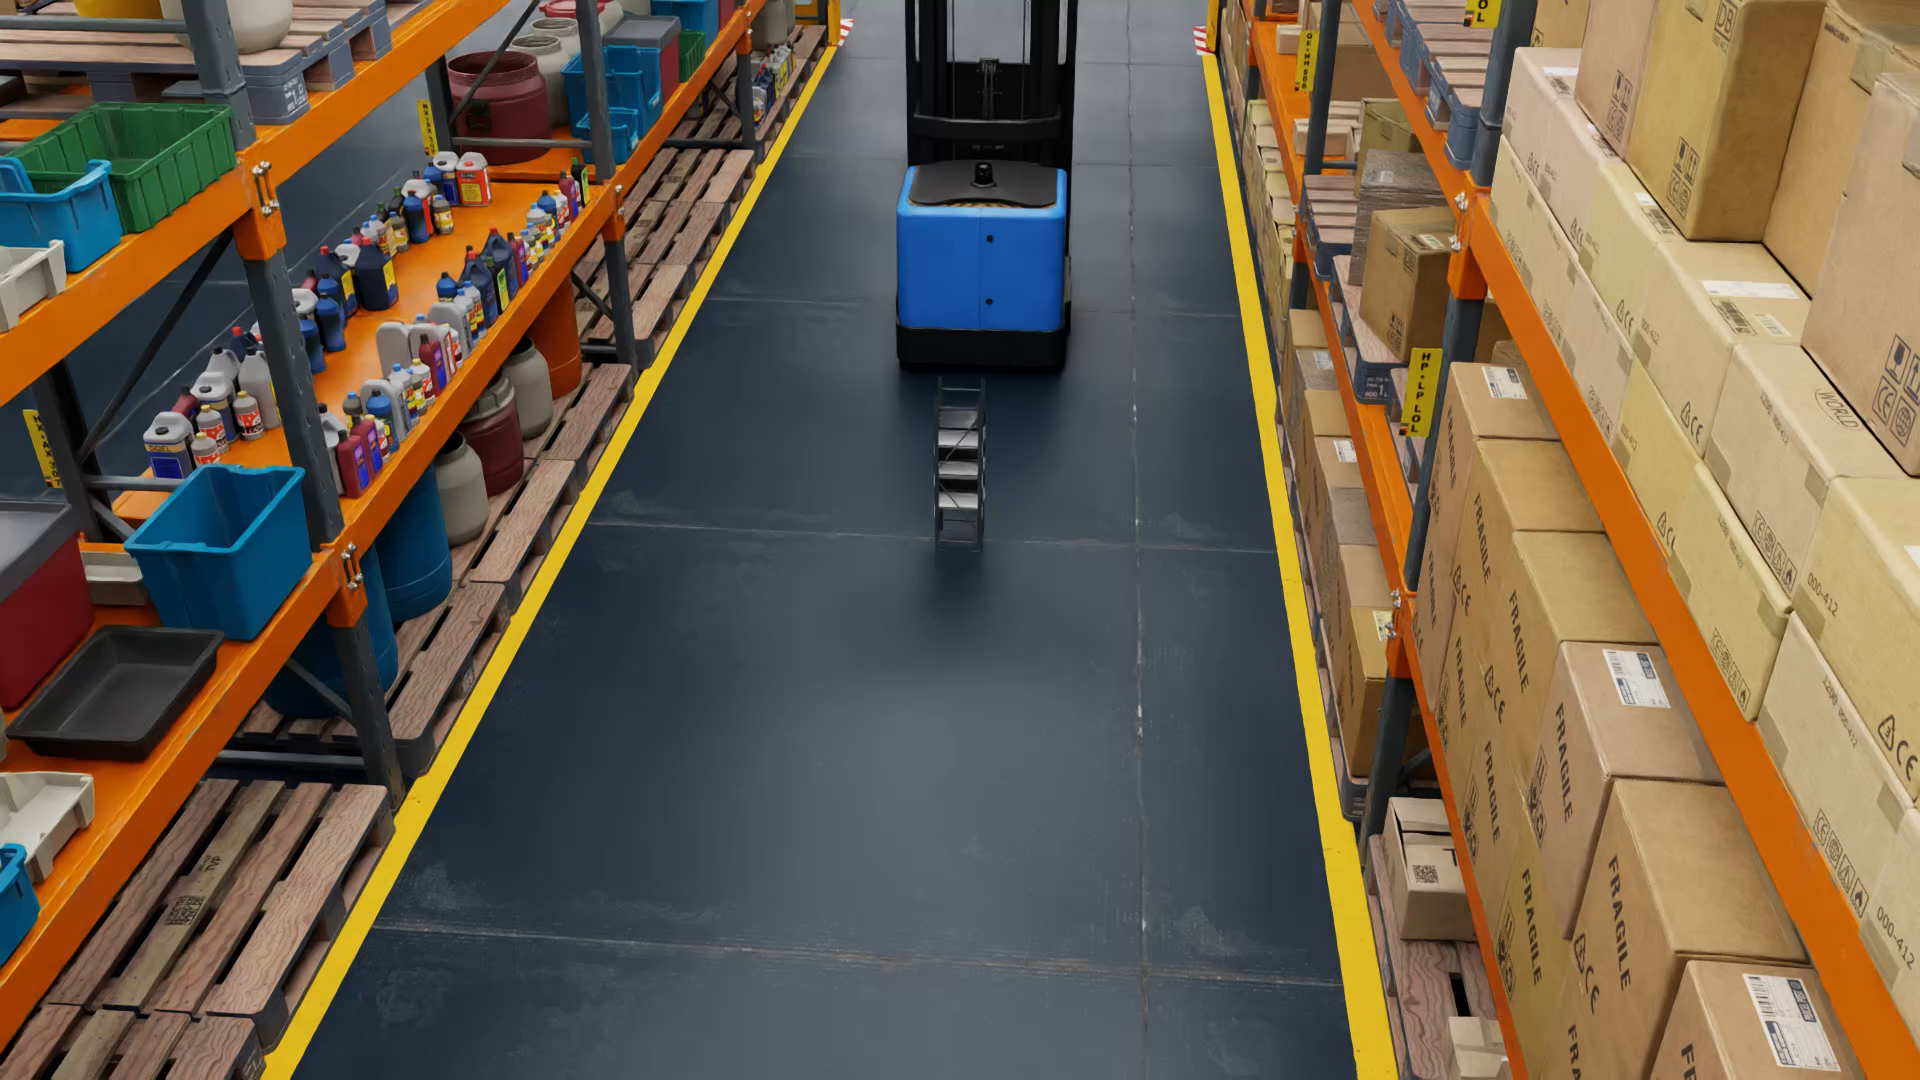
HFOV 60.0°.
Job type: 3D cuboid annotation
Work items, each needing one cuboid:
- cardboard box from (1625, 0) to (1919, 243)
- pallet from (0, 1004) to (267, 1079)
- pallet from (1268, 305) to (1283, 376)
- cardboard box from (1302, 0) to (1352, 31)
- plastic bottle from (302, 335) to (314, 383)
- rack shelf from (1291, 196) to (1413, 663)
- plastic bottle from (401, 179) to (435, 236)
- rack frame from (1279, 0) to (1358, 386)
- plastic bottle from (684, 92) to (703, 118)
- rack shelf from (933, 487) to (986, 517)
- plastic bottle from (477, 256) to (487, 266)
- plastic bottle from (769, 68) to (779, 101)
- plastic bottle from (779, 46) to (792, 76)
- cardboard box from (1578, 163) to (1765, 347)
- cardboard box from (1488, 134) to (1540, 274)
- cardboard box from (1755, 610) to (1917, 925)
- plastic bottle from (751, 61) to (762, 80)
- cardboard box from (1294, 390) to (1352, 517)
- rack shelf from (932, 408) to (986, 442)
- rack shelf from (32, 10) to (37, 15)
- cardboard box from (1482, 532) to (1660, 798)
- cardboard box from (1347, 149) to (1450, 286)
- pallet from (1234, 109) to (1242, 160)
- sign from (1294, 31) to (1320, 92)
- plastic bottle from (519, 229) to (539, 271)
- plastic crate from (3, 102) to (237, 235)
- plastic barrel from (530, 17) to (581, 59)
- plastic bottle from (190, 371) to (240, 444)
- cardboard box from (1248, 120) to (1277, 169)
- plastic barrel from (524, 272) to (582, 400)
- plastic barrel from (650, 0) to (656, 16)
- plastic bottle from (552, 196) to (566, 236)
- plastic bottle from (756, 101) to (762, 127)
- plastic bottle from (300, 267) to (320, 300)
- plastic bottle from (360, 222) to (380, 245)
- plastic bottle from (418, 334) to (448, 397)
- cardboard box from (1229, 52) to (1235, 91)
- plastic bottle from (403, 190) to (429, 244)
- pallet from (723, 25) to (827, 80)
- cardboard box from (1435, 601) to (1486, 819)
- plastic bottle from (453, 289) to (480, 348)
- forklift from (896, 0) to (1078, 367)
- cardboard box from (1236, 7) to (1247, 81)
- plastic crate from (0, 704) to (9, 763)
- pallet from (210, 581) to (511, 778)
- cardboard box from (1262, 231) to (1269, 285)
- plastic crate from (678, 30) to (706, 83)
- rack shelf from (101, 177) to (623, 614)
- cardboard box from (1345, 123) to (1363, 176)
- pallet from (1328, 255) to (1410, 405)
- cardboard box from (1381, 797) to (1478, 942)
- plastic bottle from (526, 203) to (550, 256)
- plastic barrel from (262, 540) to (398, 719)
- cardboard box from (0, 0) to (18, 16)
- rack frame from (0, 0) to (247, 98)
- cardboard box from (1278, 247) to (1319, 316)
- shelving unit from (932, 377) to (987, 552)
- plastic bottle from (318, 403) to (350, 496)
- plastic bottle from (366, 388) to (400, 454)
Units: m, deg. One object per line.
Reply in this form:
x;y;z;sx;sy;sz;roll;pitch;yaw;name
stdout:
1.883;-0.951;3.527;0.700;0.500;0.500;2;32;4;cardboard box
-2.953;2.020;5.271;1.003;0.211;1.213;2;32;4;pallet
2.533;-1.312;10.678;1.003;0.211;1.213;2;32;4;pallet
2.631;-3.529;11.521;0.500;0.500;0.500;5;32;8;cardboard box
-2.929;-0.817;7.339;0.097;0.271;0.097;0;32;0;plastic bottle
2.264;-0.719;7.743;1.077;0.370;4.000;2;32;4;rack shelf
-2.905;-1.777;8.893;0.152;0.276;0.135;2;32;4;plastic bottle
2.427;-2.071;9.251;1.000;3.000;0.127;2;32;4;rack frame
-2.275;-3.778;14.128;0.144;0.351;0.185;2;32;4;plastic bottle
-0.001;-0.197;8.619;0.258;0.077;0.200;2;32;4;rack shelf
-2.297;-1.243;8.020;0.061;0.283;0.133;2;32;4;plastic bottle
-1.634;-3.994;14.542;0.061;0.283;0.133;4;32;6;plastic bottle
-1.619;-4.386;15.184;0.152;0.276;0.135;3;32;4;plastic bottle
1.723;-0.639;3.735;0.500;0.250;0.500;2;32;4;cardboard box
1.815;-0.949;4.714;0.500;0.250;0.500;2;32;4;cardboard box
1.606;0.358;2.593;0.500;0.250;0.500;2;32;4;cardboard box
-1.804;-4.122;14.757;0.152;0.276;0.135;2;32;4;plastic bottle
2.022;-0.432;8.555;0.500;0.500;0.500;2;32;3;cardboard box
-0.001;-0.580;8.383;0.258;0.077;0.200;2;32;4;rack shelf
-7.283;-3.235;11.827;1.077;0.370;4.000;2;32;4;rack shelf
1.699;0.326;4.314;0.500;0.500;0.500;2;32;3;cardboard box
2.223;-1.488;7.810;0.700;0.500;0.500;8;33;13;cardboard box
2.859;-3.389;14.049;1.003;0.211;1.213;2;32;4;pallet
1.874;-2.586;8.983;0.100;0.325;0.005;2;32;4;sign
-2.211;-1.484;8.489;0.097;0.201;0.097;0;32;0;plastic bottle
-2.568;-1.145;5.092;0.450;0.188;0.662;2;32;4;plastic crate
-2.604;-3.099;10.813;0.421;0.512;0.421;0;32;0;plastic barrel
-3.095;-0.551;6.903;0.152;0.276;0.135;2;32;4;plastic bottle
2.425;-2.942;12.351;0.500;0.311;0.500;2;32;3;cardboard box
-2.532;-1.283;9.641;0.600;0.830;0.708;2;32;4;plastic barrel
-2.517;-4.400;12.553;0.600;0.901;0.708;2;32;4;plastic barrel
-2.171;-1.739;8.902;0.097;0.201;0.097;0;32;0;plastic bottle
-1.713;-3.573;13.937;0.097;0.201;0.097;0;32;0;plastic bottle
-3.051;-1.132;7.839;0.061;0.283;0.133;2;32;4;plastic bottle
-2.979;-1.474;8.406;0.097;0.271;0.097;0;32;0;plastic bottle
-2.308;-0.781;7.269;0.061;0.283;0.133;2;32;4;plastic bottle
2.689;-4.207;14.938;0.500;0.250;0.500;2;32;4;cardboard box
-2.881;-1.713;8.793;0.097;0.271;0.097;0;32;0;plastic bottle
-1.889;-4.814;16.360;1.003;0.211;1.213;2;32;4;pallet
1.750;0.501;4.983;0.500;0.500;0.500;3;32;5;cardboard box
-2.287;-1.029;7.683;0.097;0.271;0.097;0;32;0;plastic bottle
0.213;-3.073;10.942;1.130;2.935;3.031;2;32;3;forklift
2.662;-4.264;14.316;0.500;0.500;0.500;2;32;4;cardboard box
-3.143;0.623;4.936;0.437;0.282;0.530;2;32;4;plastic crate
-2.731;0.593;7.587;1.003;0.211;1.213;2;32;4;pallet
2.309;-1.897;11.190;0.500;0.250;0.500;3;32;5;cardboard box
-2.044;-3.363;11.550;0.450;0.188;0.662;2;32;4;plastic crate
-2.672;-0.932;8.089;1.077;0.370;4.000;2;32;4;rack shelf
2.500;-2.221;9.580;0.500;0.311;0.500;4;32;7;cardboard box
2.273;-0.972;7.651;1.003;0.211;1.213;2;32;4;pallet
1.852;1.188;6.106;0.500;0.311;0.500;2;32;4;cardboard box
-2.195;-1.616;8.636;0.097;0.271;0.097;0;32;0;plastic bottle
-2.774;0.238;7.104;0.600;0.901;0.708;2;32;4;plastic barrel
-7.169;-3.900;11.720;0.797;0.503;0.637;6;32;9;cardboard box
-2.835;-2.747;4.630;1.000;3.000;0.127;2;32;4;rack frame
2.224;-1.602;10.177;0.500;0.311;0.500;3;32;5;cardboard box
-0.001;-0.379;8.507;0.258;0.900;0.210;2;32;4;shelving unit
-2.480;-0.363;6.527;0.144;0.351;0.185;2;32;4;plastic bottle
-2.370;-0.493;6.814;0.097;0.271;0.097;0;32;0;plastic bottle
